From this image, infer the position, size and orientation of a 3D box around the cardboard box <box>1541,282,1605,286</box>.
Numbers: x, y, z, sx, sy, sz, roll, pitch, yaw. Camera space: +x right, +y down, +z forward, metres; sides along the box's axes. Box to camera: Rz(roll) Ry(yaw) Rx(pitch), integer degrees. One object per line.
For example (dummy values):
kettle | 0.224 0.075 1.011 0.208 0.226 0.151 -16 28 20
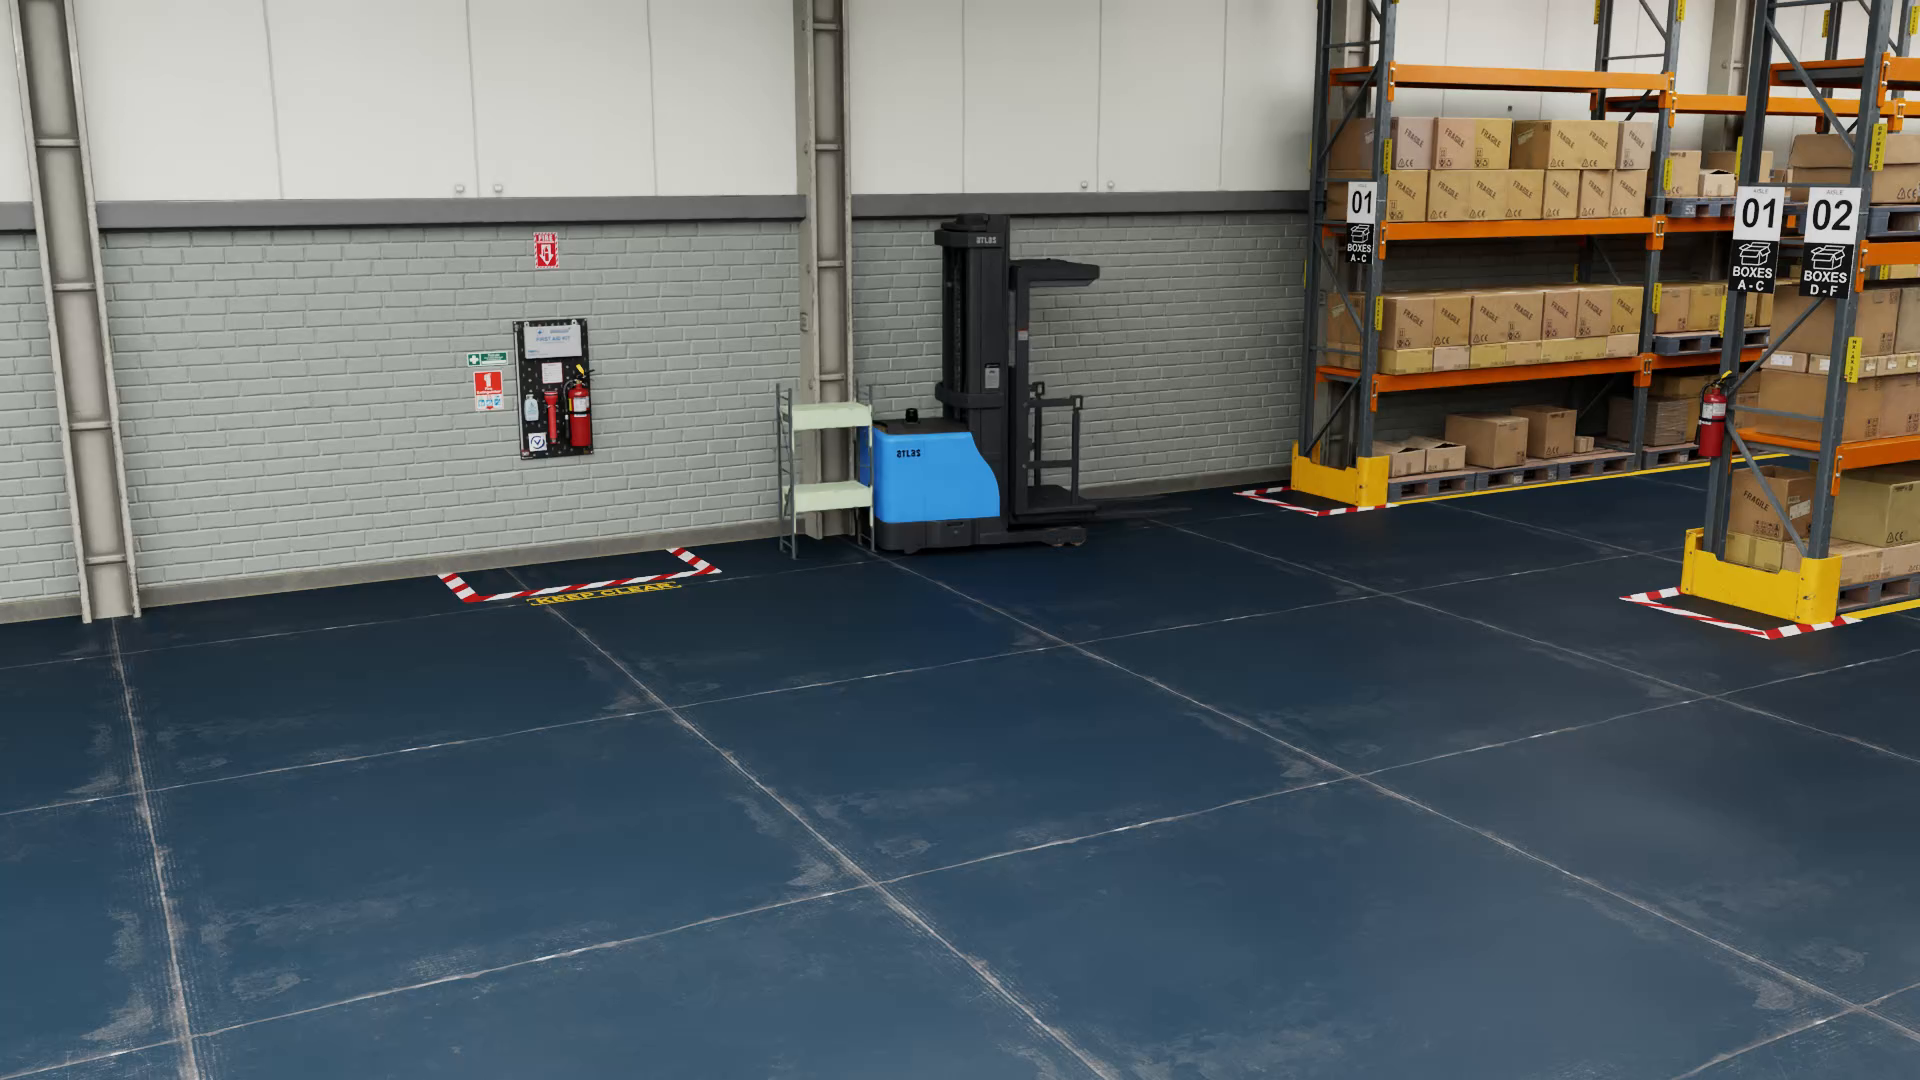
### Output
cardboard box | 6.854 -2.625 18.672 0.500 0.500 0.500 -7 15 -29

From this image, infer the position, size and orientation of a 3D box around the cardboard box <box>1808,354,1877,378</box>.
cardboard box | 6.680 -1.322 12.588 0.250 0.149 0.380 -7 14 -28

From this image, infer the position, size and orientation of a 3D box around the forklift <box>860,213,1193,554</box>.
forklift | 0.634 -1.473 15.119 3.031 2.935 1.130 -4 13 -17

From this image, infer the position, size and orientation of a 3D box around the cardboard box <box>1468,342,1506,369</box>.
cardboard box | 5.335 -1.948 17.370 0.500 0.250 0.500 -7 15 -29

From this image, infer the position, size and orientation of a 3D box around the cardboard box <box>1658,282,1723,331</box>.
cardboard box | 8.323 -2.700 19.186 0.500 0.500 0.700 -5 14 -22

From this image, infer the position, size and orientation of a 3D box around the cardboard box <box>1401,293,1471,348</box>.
cardboard box | 4.857 -2.256 17.032 0.500 0.500 0.500 -7 14 -28

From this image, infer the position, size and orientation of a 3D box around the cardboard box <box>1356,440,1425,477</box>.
cardboard box | 4.506 -0.870 17.405 0.500 0.311 0.500 -9 15 -34

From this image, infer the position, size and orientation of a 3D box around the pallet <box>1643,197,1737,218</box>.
pallet | 7.959 -3.748 18.670 1.003 0.211 1.213 -7 14 -28

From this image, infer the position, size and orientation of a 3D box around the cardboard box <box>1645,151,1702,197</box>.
cardboard box | 7.884 -4.091 18.582 0.500 0.500 0.500 -5 13 -20

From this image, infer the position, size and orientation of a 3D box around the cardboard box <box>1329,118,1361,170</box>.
cardboard box | 4.108 -4.017 16.885 0.500 0.500 0.500 -6 14 -25

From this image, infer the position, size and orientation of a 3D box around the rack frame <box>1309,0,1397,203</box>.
rack frame | 3.855 -4.838 16.253 0.127 3.000 1.000 -7 14 -28

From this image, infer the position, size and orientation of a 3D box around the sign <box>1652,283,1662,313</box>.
sign | 7.633 -2.651 18.225 0.005 0.325 0.100 -7 14 -28

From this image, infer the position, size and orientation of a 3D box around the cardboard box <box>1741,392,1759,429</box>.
cardboard box | 9.340 -1.573 20.098 0.500 0.500 0.700 -7 14 -28

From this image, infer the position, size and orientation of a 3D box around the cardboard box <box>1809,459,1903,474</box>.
cardboard box | 7.431 -0.408 13.830 0.500 0.500 0.500 -7 14 -28

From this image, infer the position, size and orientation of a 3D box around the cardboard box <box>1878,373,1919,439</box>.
cardboard box | 7.107 -1.109 13.117 0.500 0.500 0.700 -6 14 -26

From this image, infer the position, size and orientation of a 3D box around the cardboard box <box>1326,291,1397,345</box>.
cardboard box | 4.167 -2.304 17.246 0.500 0.500 0.500 -7 14 -28

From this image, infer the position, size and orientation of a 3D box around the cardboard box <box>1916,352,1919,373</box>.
cardboard box | 7.352 -1.403 12.945 0.250 0.149 0.380 -7 14 -29

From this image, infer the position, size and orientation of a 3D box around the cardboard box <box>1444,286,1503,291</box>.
cardboard box | 5.507 -2.464 17.953 0.500 0.500 0.500 -7 14 -27

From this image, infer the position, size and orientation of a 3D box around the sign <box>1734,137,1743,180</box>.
sign | 5.984 -2.920 12.725 0.005 0.325 0.100 -7 14 -28

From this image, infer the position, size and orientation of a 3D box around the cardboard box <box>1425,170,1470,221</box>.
cardboard box | 4.757 -3.470 16.732 0.500 0.500 0.500 -6 14 -24

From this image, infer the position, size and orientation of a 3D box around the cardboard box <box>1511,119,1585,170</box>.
cardboard box | 6.127 -4.120 17.344 0.500 0.500 0.500 -7 15 -30

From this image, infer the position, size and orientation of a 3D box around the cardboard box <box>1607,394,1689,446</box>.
cardboard box | 8.004 -1.408 19.366 0.500 0.500 0.700 -6 14 -26

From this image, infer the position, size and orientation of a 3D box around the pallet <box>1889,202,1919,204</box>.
pallet | 7.937 -2.576 13.234 1.213 0.211 1.003 -7 14 -28

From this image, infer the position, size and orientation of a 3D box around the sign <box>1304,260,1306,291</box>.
sign | 3.607 -2.740 17.234 0.005 0.325 0.100 -7 14 -28

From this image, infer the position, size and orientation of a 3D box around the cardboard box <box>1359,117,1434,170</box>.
cardboard box | 4.310 -3.915 16.431 0.500 0.500 0.500 -8 15 -32

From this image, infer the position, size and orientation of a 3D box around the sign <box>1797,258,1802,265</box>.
sign | 10.608 -3.425 20.998 0.005 0.325 0.100 -7 14 -28

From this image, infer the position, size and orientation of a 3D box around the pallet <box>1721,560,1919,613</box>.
pallet | 6.883 0.315 13.371 1.213 0.211 1.003 -7 14 -28

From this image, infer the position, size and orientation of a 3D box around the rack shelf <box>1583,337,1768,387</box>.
rack shelf | 9.122 -2.192 19.795 4.000 0.370 1.077 -7 14 -28

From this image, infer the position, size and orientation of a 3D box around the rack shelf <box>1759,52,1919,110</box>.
rack shelf | 7.987 -3.548 13.070 4.000 0.370 1.077 -7 14 -28

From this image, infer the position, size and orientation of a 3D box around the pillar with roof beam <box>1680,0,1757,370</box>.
pillar with roof beam | 11.384 -4.880 16.439 0.400 9.000 9.100 -7 14 -28

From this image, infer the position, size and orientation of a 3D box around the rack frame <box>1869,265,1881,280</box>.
rack frame | 10.877 -2.753 20.651 0.127 3.000 1.000 -7 14 -28

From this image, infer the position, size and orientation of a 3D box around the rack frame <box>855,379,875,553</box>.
rack frame | -0.843 -0.659 14.761 0.023 1.500 0.400 -5 14 -22

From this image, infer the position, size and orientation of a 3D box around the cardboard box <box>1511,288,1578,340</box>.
cardboard box | 6.217 -2.421 17.763 0.500 0.500 0.500 -7 15 -29

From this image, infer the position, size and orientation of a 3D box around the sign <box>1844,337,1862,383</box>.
sign | 6.493 -1.311 12.089 0.005 0.325 0.100 -7 14 -28

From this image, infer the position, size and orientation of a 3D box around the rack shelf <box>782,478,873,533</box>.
rack shelf | -1.181 -0.310 14.696 0.720 0.370 0.431 -5 14 -22

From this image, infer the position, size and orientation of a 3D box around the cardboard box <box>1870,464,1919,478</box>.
cardboard box | 7.680 -0.308 13.385 0.500 0.500 0.500 -7 14 -28

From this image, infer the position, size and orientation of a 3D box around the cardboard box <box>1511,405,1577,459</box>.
cardboard box | 6.474 -1.210 18.488 0.500 0.500 0.500 -8 15 -32

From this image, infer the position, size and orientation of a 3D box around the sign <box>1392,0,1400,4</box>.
sign | 4.115 -5.228 15.677 0.005 0.325 0.100 -7 14 -28

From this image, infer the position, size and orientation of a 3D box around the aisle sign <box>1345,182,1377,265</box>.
aisle sign | 3.936 -3.114 16.336 0.004 0.787 0.394 -7 14 -28

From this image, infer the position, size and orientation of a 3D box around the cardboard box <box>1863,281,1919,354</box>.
cardboard box | 7.153 -1.747 13.000 0.500 0.500 0.700 -7 15 -29

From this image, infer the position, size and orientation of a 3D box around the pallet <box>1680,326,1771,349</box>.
pallet | 9.159 -2.443 19.712 1.213 0.211 1.003 -7 14 -28

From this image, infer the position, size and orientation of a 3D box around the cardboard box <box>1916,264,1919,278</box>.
cardboard box | 11.870 -3.377 20.766 0.500 0.250 0.500 -7 14 -29

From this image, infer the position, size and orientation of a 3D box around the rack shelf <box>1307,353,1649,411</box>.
rack shelf | 5.611 -1.771 17.925 4.000 0.370 1.077 -7 14 -28

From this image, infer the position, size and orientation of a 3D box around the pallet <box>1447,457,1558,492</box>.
pallet | 5.721 -0.765 18.169 1.213 0.211 1.003 -7 14 -28

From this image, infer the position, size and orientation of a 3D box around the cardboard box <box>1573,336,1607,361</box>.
cardboard box | 6.654 -2.110 18.089 0.500 0.250 0.500 -7 14 -28

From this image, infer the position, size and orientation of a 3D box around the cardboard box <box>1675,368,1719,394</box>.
cardboard box | 8.844 -1.876 19.739 0.500 0.250 0.500 -7 15 -29

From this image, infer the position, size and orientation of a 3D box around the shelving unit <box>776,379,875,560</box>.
shelving unit | -1.181 -0.628 14.624 0.755 1.500 0.431 -5 14 -22

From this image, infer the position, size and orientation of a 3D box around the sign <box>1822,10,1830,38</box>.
sign | 10.608 -6.319 20.346 0.005 0.325 0.100 -7 14 -28

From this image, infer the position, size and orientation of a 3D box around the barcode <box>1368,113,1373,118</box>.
barcode | 4.239 -4.375 17.156 0.075 0.075 0.001 -7 14 -28

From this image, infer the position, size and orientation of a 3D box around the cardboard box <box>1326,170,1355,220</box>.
cardboard box | 4.100 -3.526 16.981 0.500 0.500 0.500 -6 14 -24

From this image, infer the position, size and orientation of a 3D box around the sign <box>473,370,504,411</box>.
sign | -3.933 -1.247 13.878 0.234 0.329 0.001 -7 14 -28

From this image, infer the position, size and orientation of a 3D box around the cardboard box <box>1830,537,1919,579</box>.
cardboard box | 7.246 0.113 13.224 0.500 0.250 0.500 -7 14 -28

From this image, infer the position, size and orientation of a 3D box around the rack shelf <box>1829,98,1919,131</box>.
rack shelf | 12.633 -5.344 21.050 4.000 0.370 1.077 -7 14 -28

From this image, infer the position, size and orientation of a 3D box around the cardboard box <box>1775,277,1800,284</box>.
cardboard box | 9.992 -2.901 20.079 0.500 0.500 0.700 -8 15 -33

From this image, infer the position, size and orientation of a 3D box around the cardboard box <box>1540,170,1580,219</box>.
cardboard box | 6.123 -3.637 17.474 0.500 0.500 0.500 -7 15 -30

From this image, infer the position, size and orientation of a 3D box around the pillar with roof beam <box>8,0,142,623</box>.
pillar with roof beam | -4.415 -2.987 8.025 0.400 9.000 9.100 -7 14 -28
